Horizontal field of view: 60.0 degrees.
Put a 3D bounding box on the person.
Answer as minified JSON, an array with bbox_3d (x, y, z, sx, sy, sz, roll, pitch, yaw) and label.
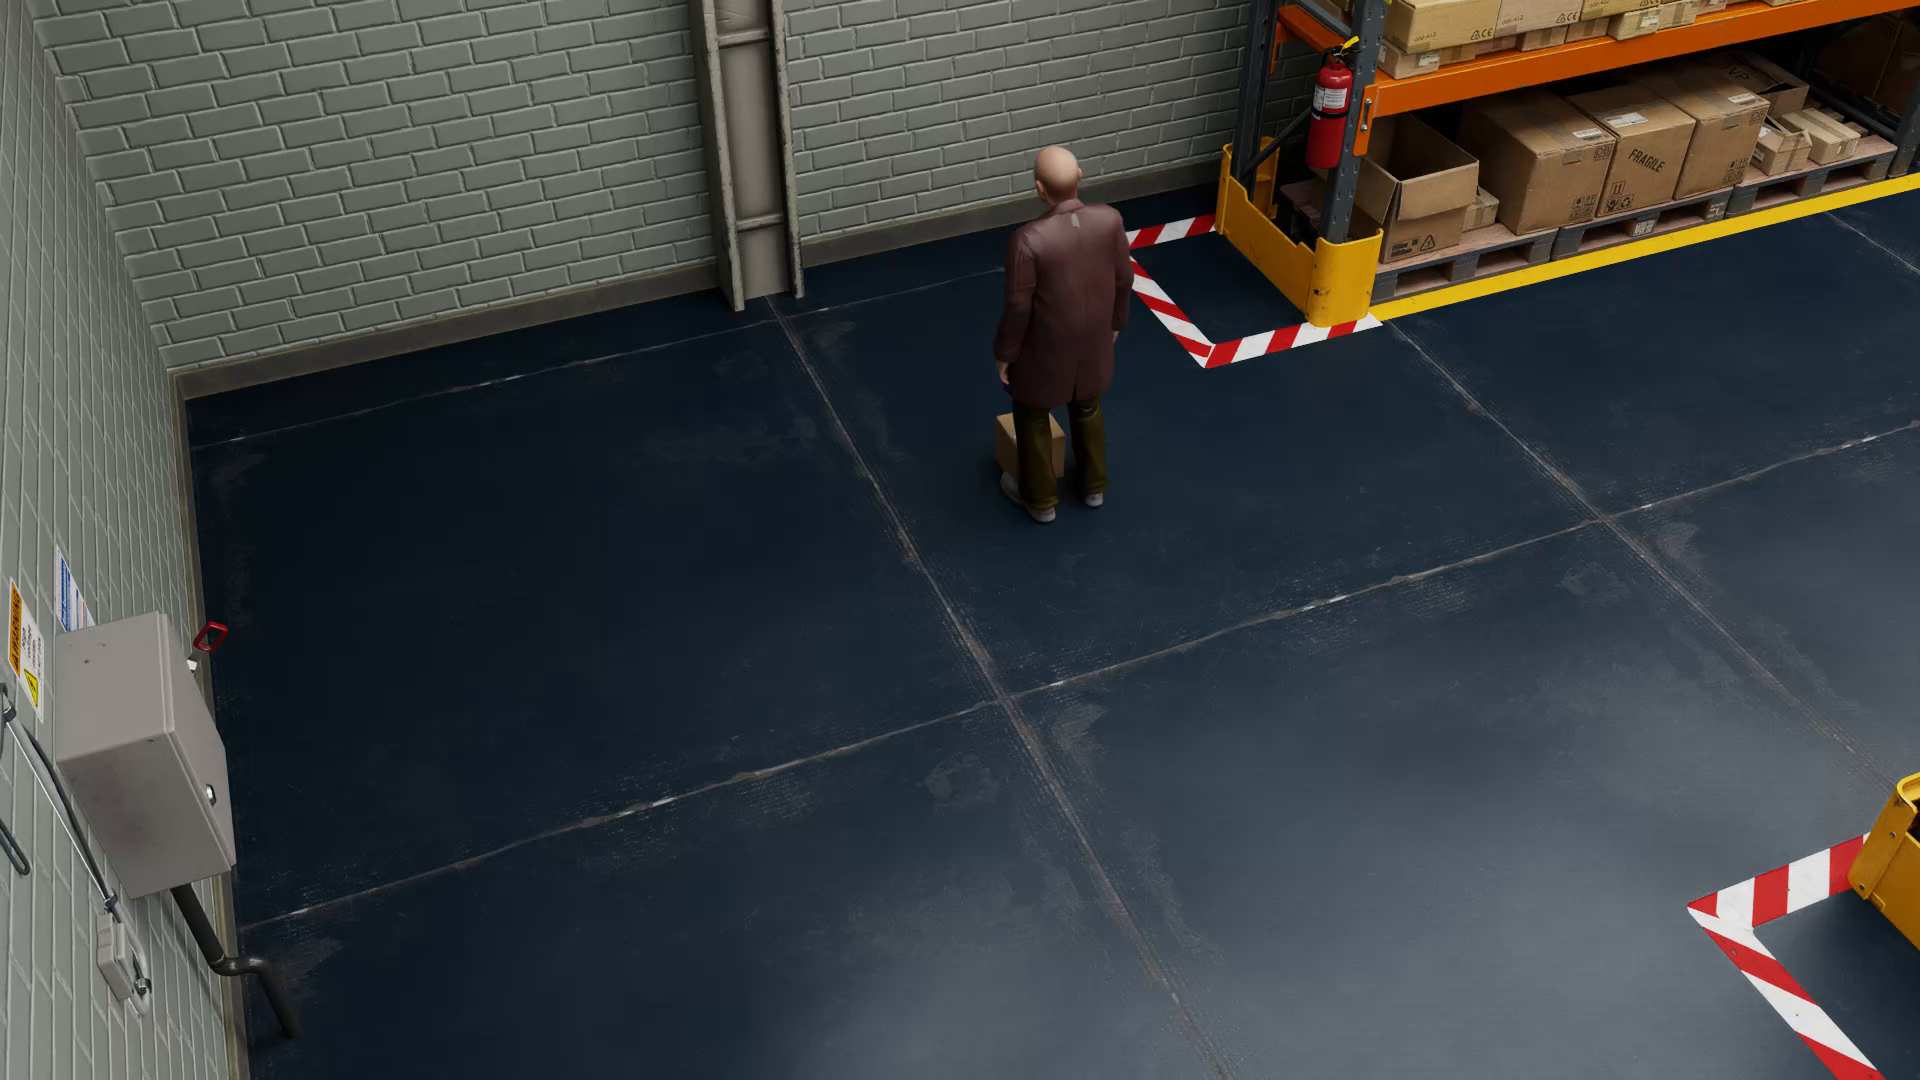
[{"bbox_3d":[0.429,-0.860,7.155,0.642,1.772,0.428,-17,44,-19],"label":"person"}]
